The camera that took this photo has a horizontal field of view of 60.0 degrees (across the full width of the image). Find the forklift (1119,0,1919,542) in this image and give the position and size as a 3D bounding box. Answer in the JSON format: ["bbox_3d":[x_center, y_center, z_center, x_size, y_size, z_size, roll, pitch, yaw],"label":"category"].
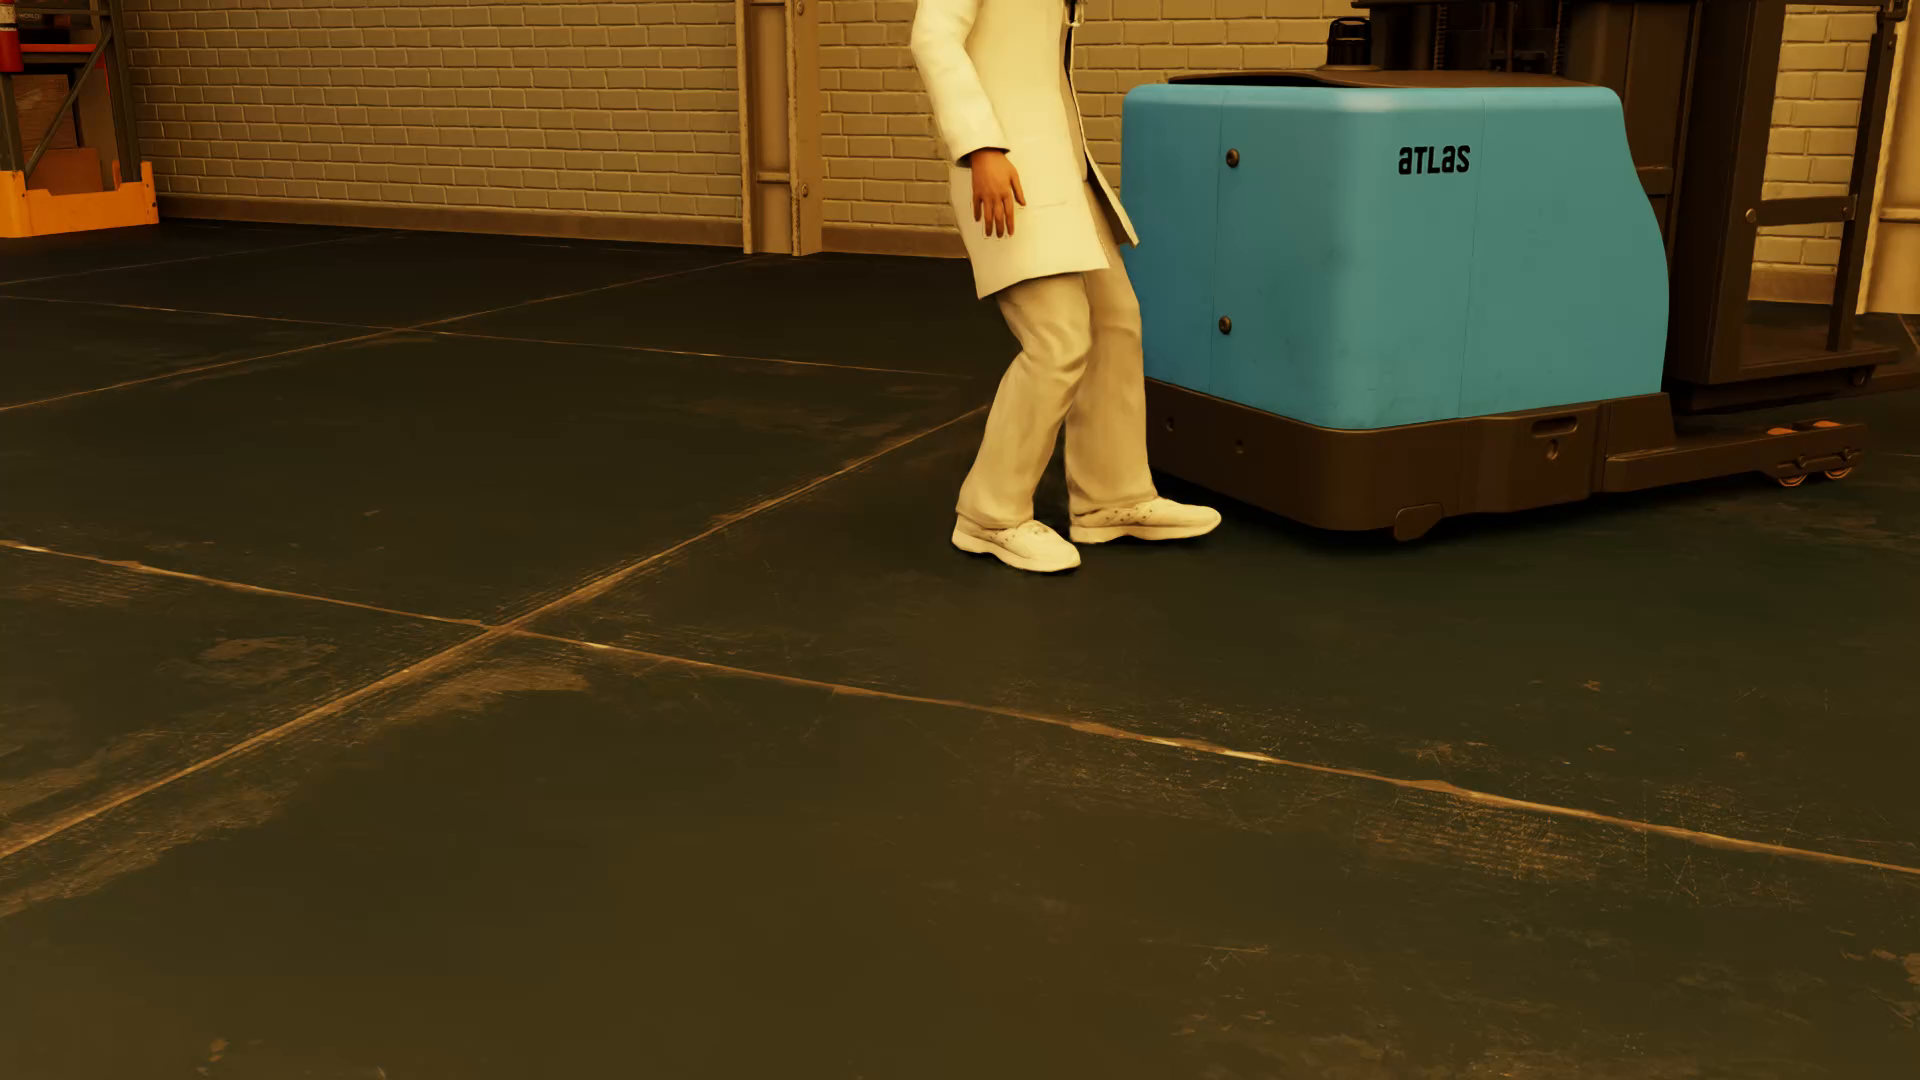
[{"bbox_3d":[1.968,-1.673,4.598,3.031,2.935,1.130,-8,18,-27],"label":"forklift"}]

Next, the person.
[{"bbox_3d":[0.272,-0.822,3.822,0.699,1.744,0.821,5,17,17],"label":"person"}]
